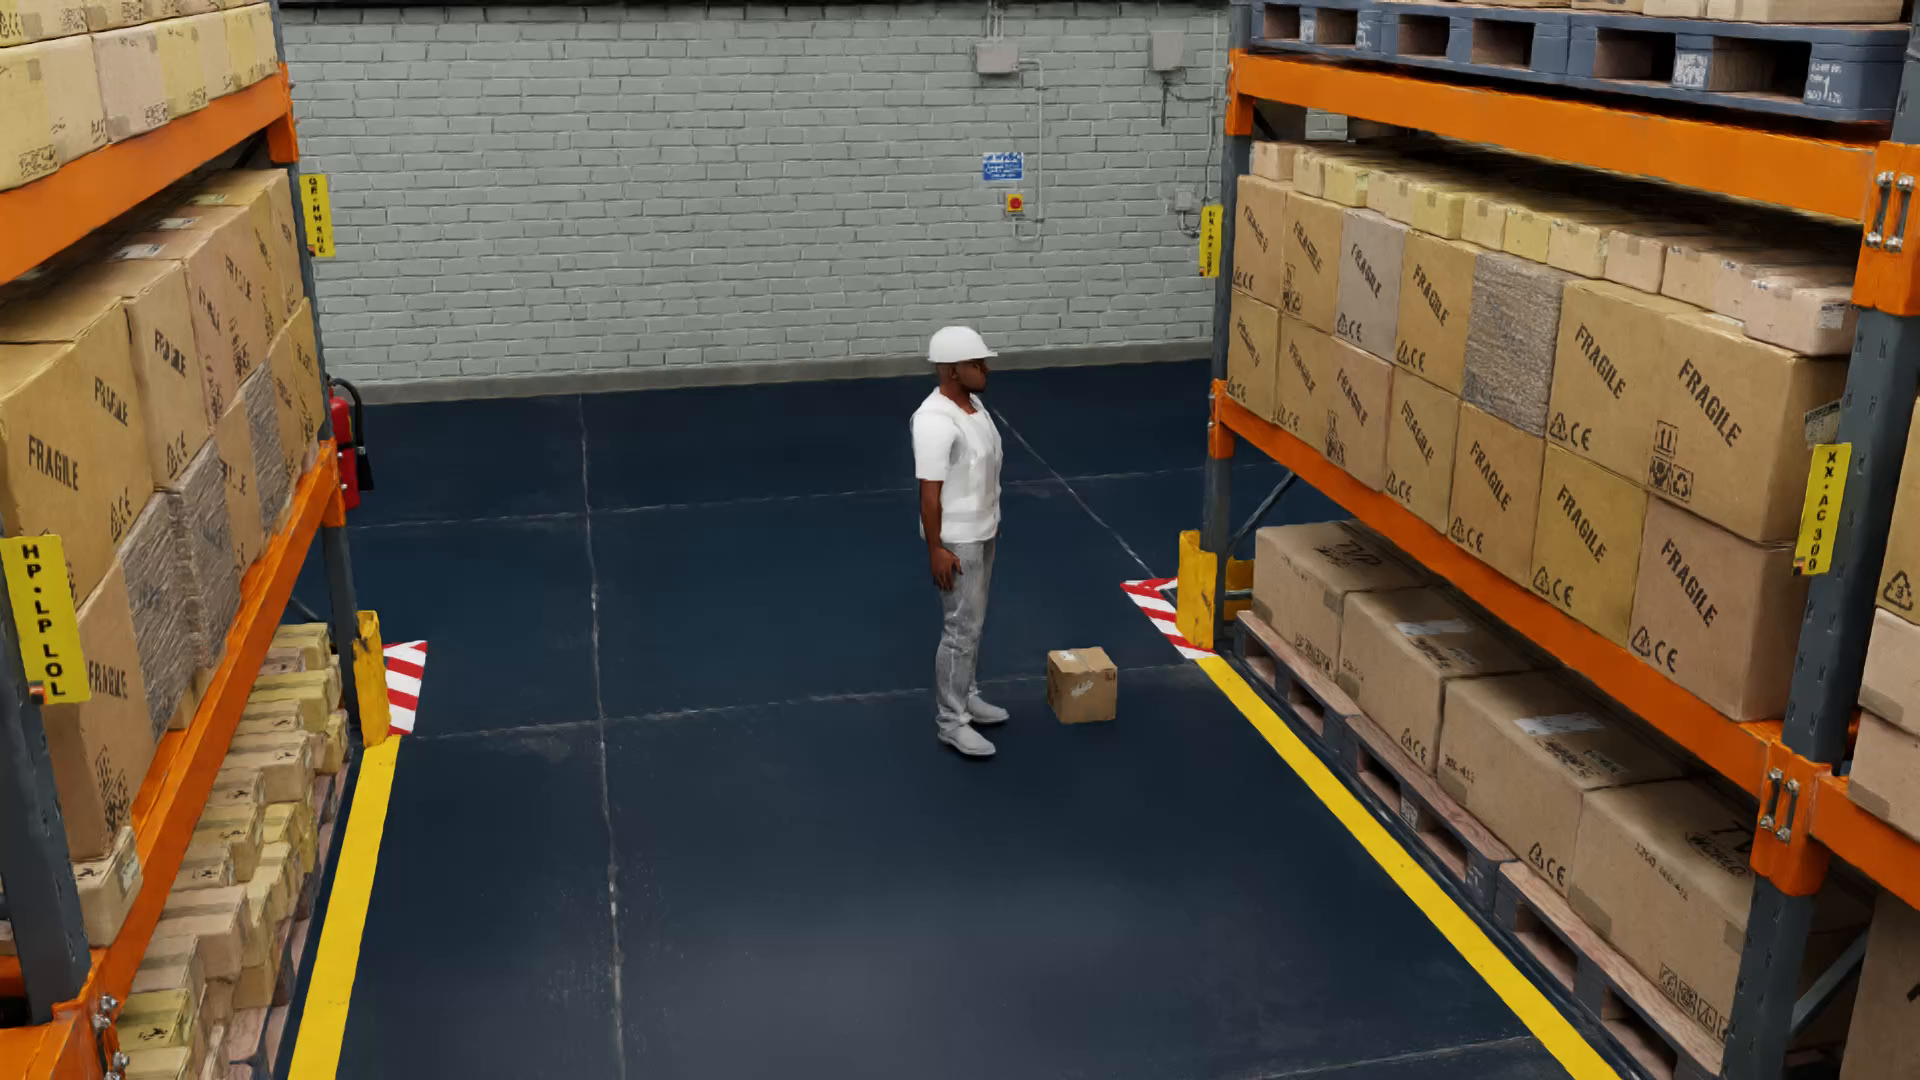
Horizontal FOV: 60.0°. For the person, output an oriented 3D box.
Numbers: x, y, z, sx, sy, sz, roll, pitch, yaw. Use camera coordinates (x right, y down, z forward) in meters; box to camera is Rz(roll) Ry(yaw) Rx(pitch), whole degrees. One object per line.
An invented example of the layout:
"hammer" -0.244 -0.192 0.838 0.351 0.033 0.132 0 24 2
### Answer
"person" 0.028 -0.022 7.070 0.421 1.773 0.683 5 20 15
